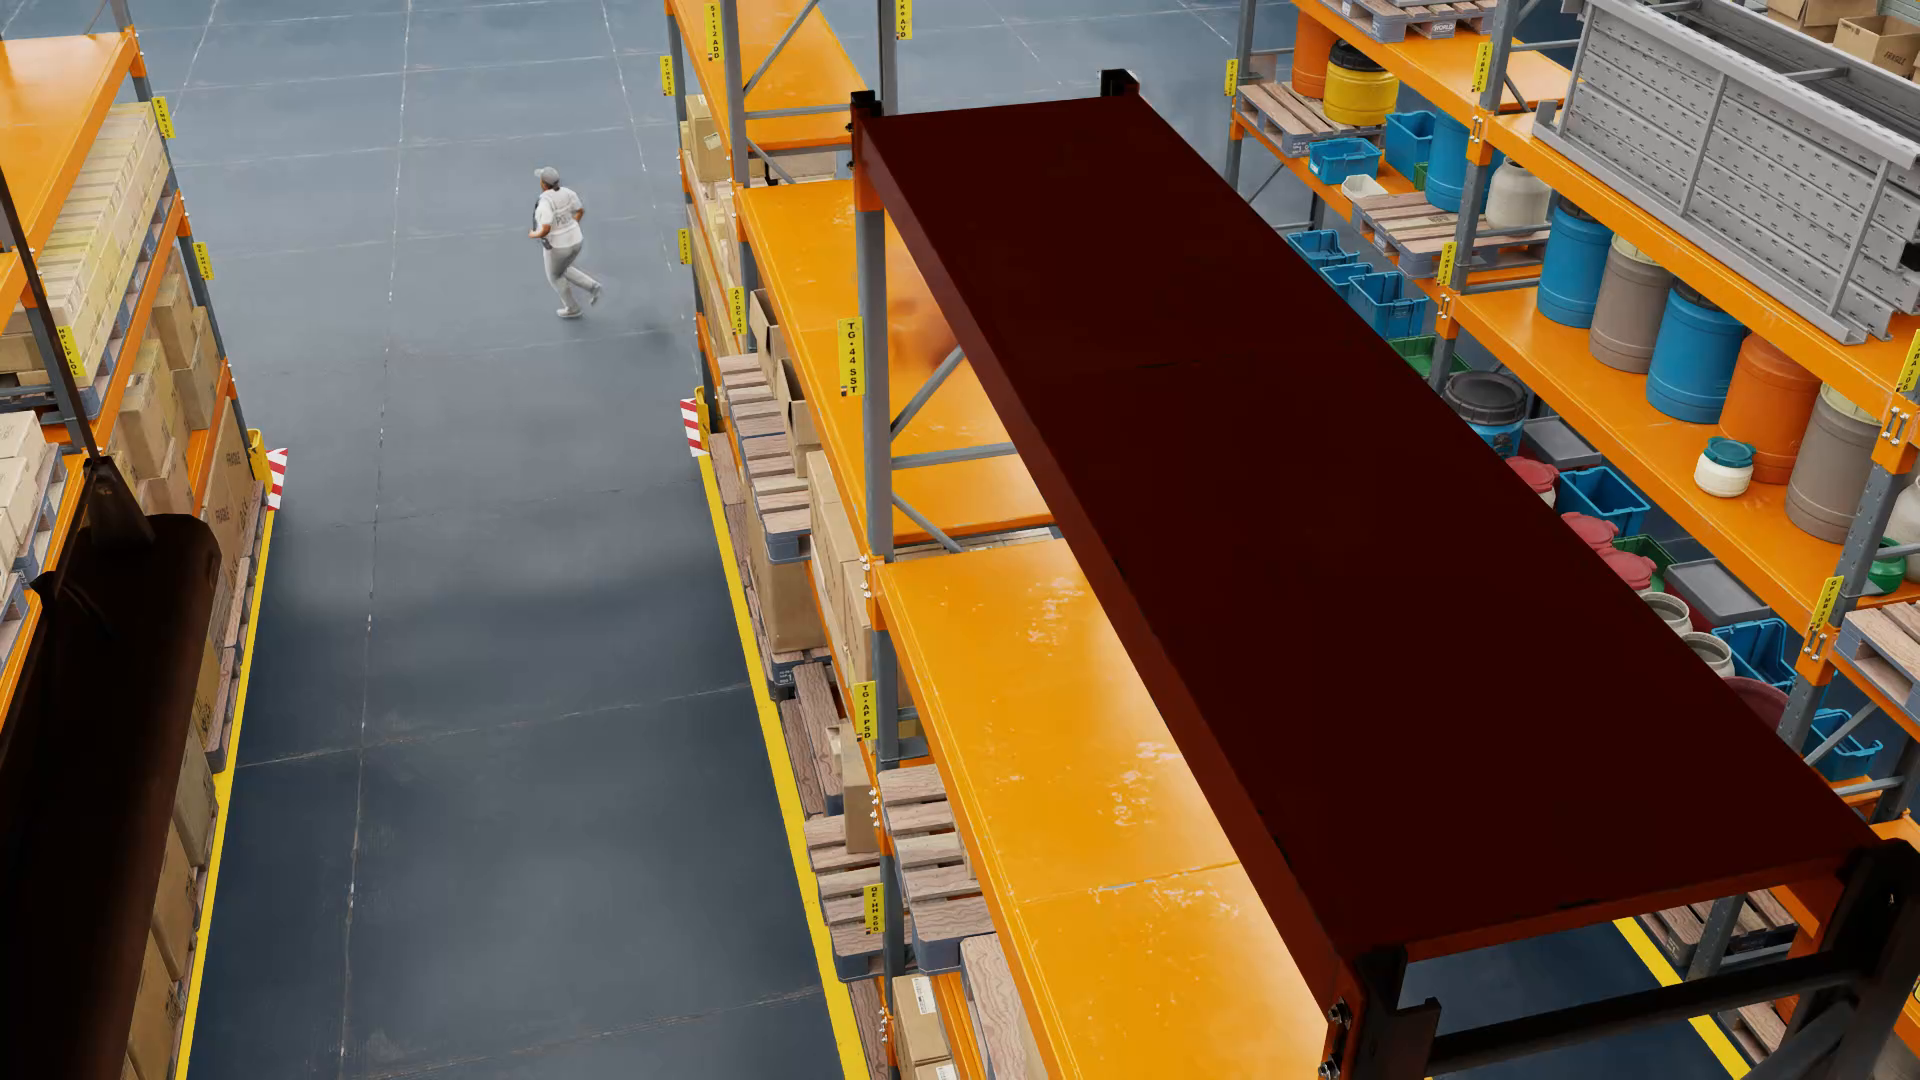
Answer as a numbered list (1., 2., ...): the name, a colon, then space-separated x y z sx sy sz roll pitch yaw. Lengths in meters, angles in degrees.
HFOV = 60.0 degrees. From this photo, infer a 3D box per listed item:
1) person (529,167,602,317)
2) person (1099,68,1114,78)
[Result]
1. person: -4.103 -3.039 17.109 0.589 1.642 0.599 14 37 19
2. person: 1.707 -4.616 19.287 0.612 1.730 0.704 7 35 9
